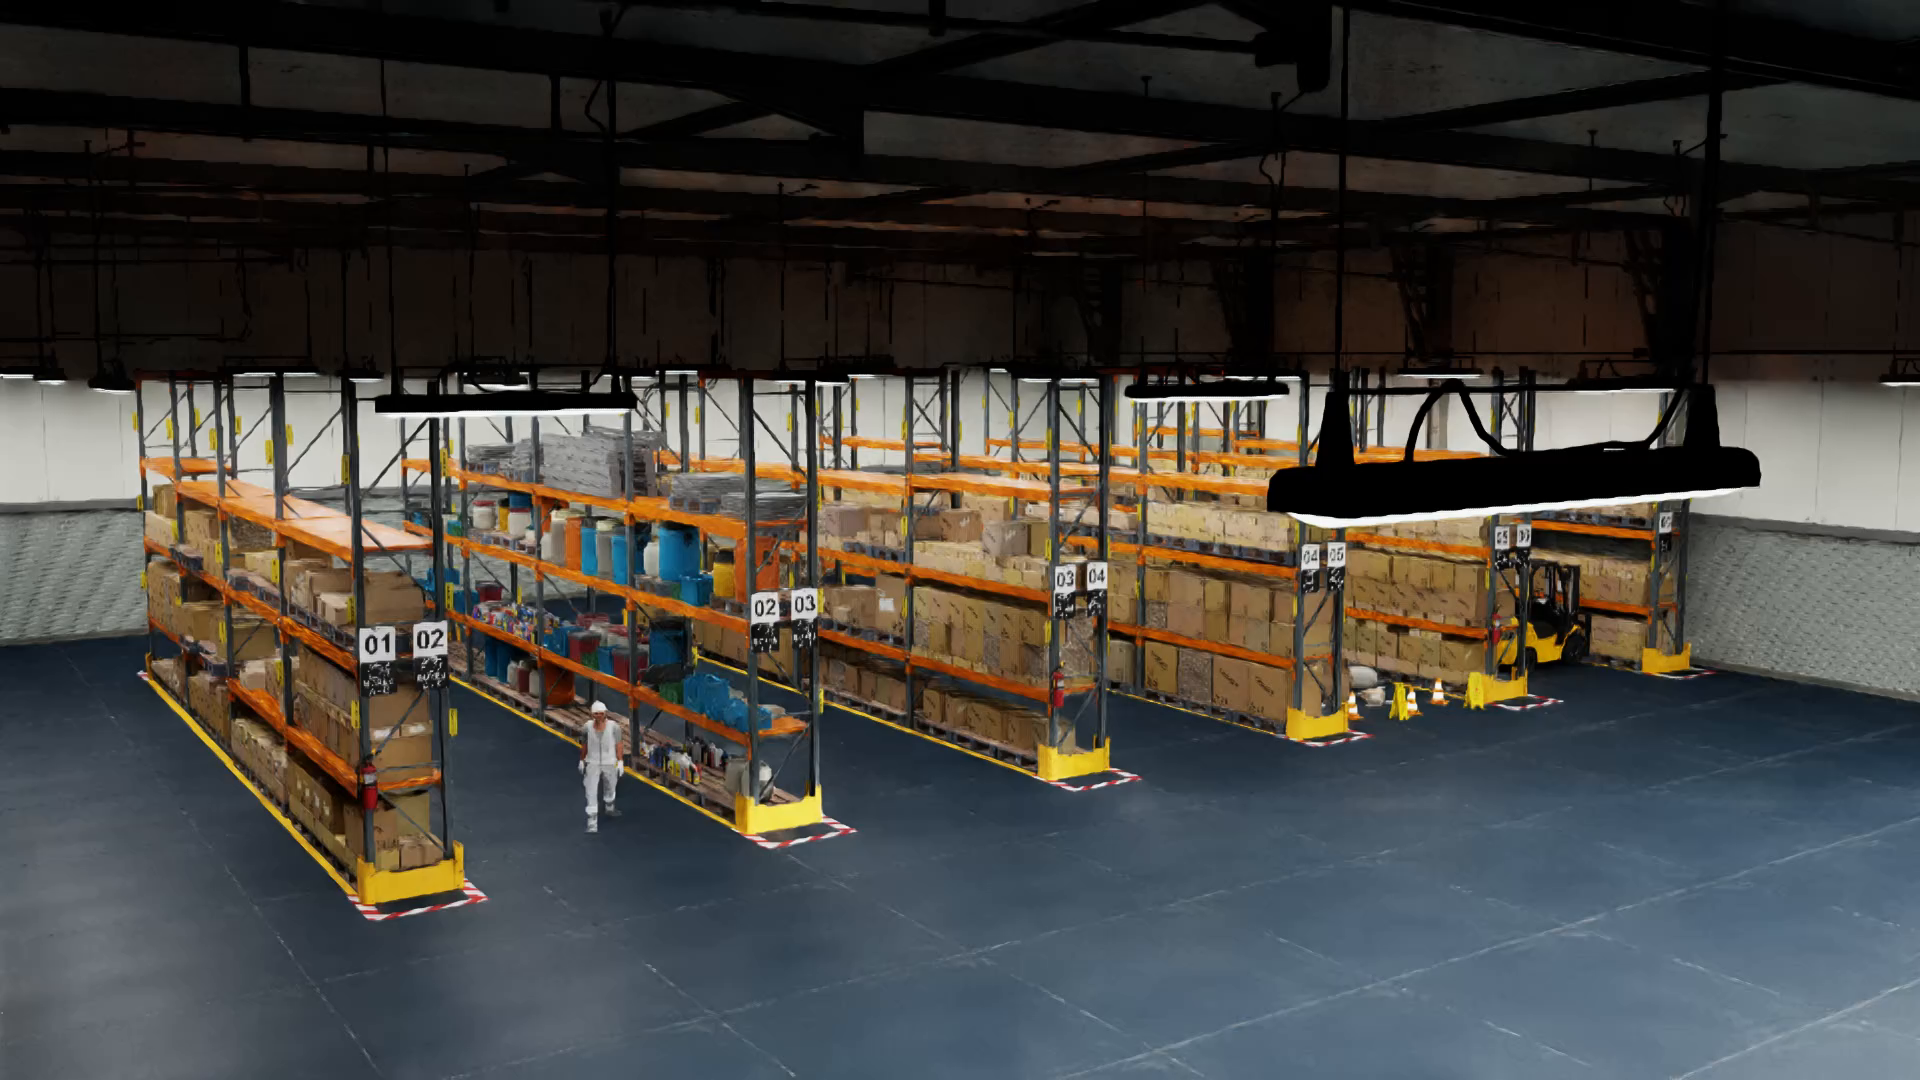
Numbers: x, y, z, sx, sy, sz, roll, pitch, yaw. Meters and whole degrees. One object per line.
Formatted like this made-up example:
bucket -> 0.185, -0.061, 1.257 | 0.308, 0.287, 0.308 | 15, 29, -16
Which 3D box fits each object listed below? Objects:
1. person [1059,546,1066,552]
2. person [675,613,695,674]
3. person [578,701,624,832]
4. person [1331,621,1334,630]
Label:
person -> 2.351, 1.025, 39.157 | 0.594, 1.763, 0.681 | -2, 7, -15
person -> -5.436, 1.810, 32.639 | 0.454, 1.677, 0.525 | -1, 6, -5
person -> -4.789, 2.977, 22.199 | 0.598, 1.735, 0.988 | -1, 7, -13
person -> 8.175, 1.376, 36.237 | 0.487, 1.731, 0.588 | 0, 6, -4
